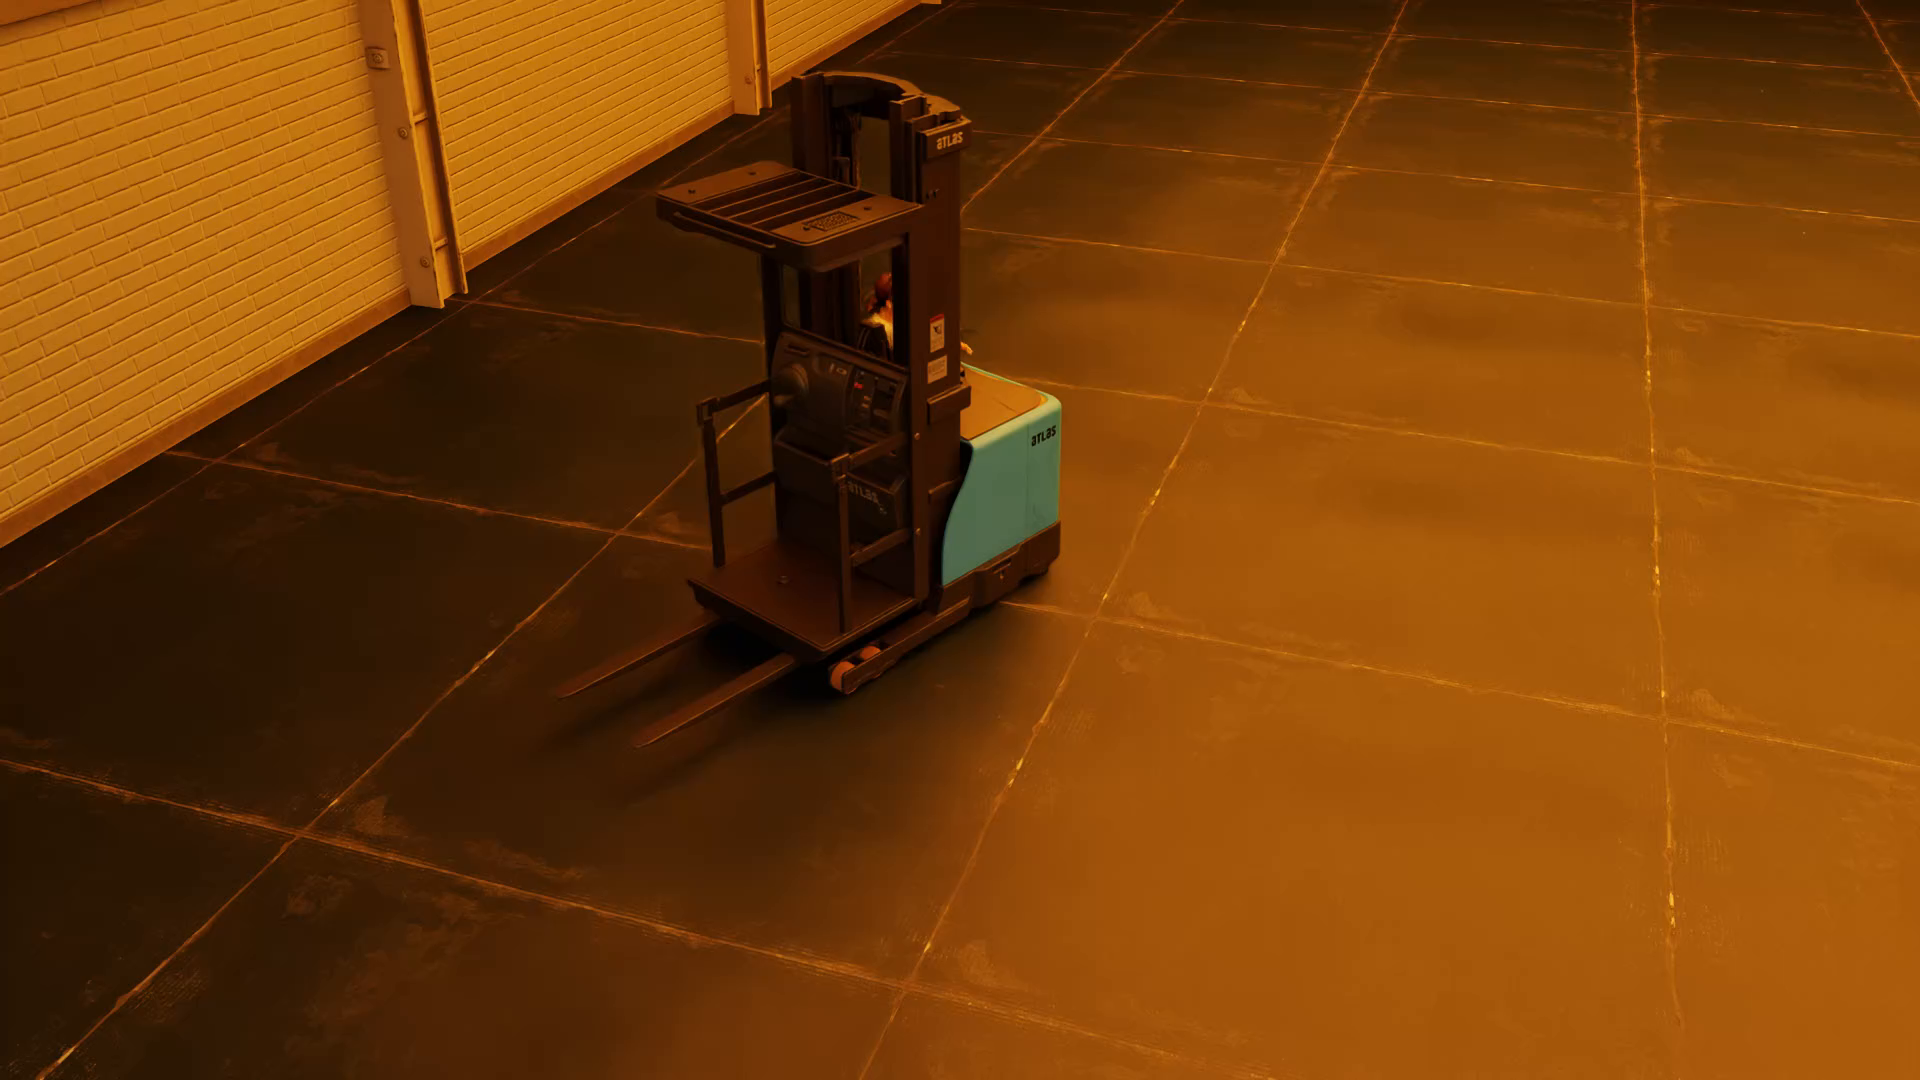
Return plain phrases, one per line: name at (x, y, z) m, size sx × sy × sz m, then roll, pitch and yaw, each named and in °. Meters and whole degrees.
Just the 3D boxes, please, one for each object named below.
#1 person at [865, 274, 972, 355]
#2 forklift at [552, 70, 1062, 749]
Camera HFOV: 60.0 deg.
person at (-0.191, -0.932, 10.306) m, size 0.830 × 1.438 × 0.773 m, roll 3°, pitch 30°, yaw 6°
forklift at (-0.774, -0.755, 8.461) m, size 1.130 × 2.935 × 3.031 m, roll 24°, pitch 38°, yaw 36°
